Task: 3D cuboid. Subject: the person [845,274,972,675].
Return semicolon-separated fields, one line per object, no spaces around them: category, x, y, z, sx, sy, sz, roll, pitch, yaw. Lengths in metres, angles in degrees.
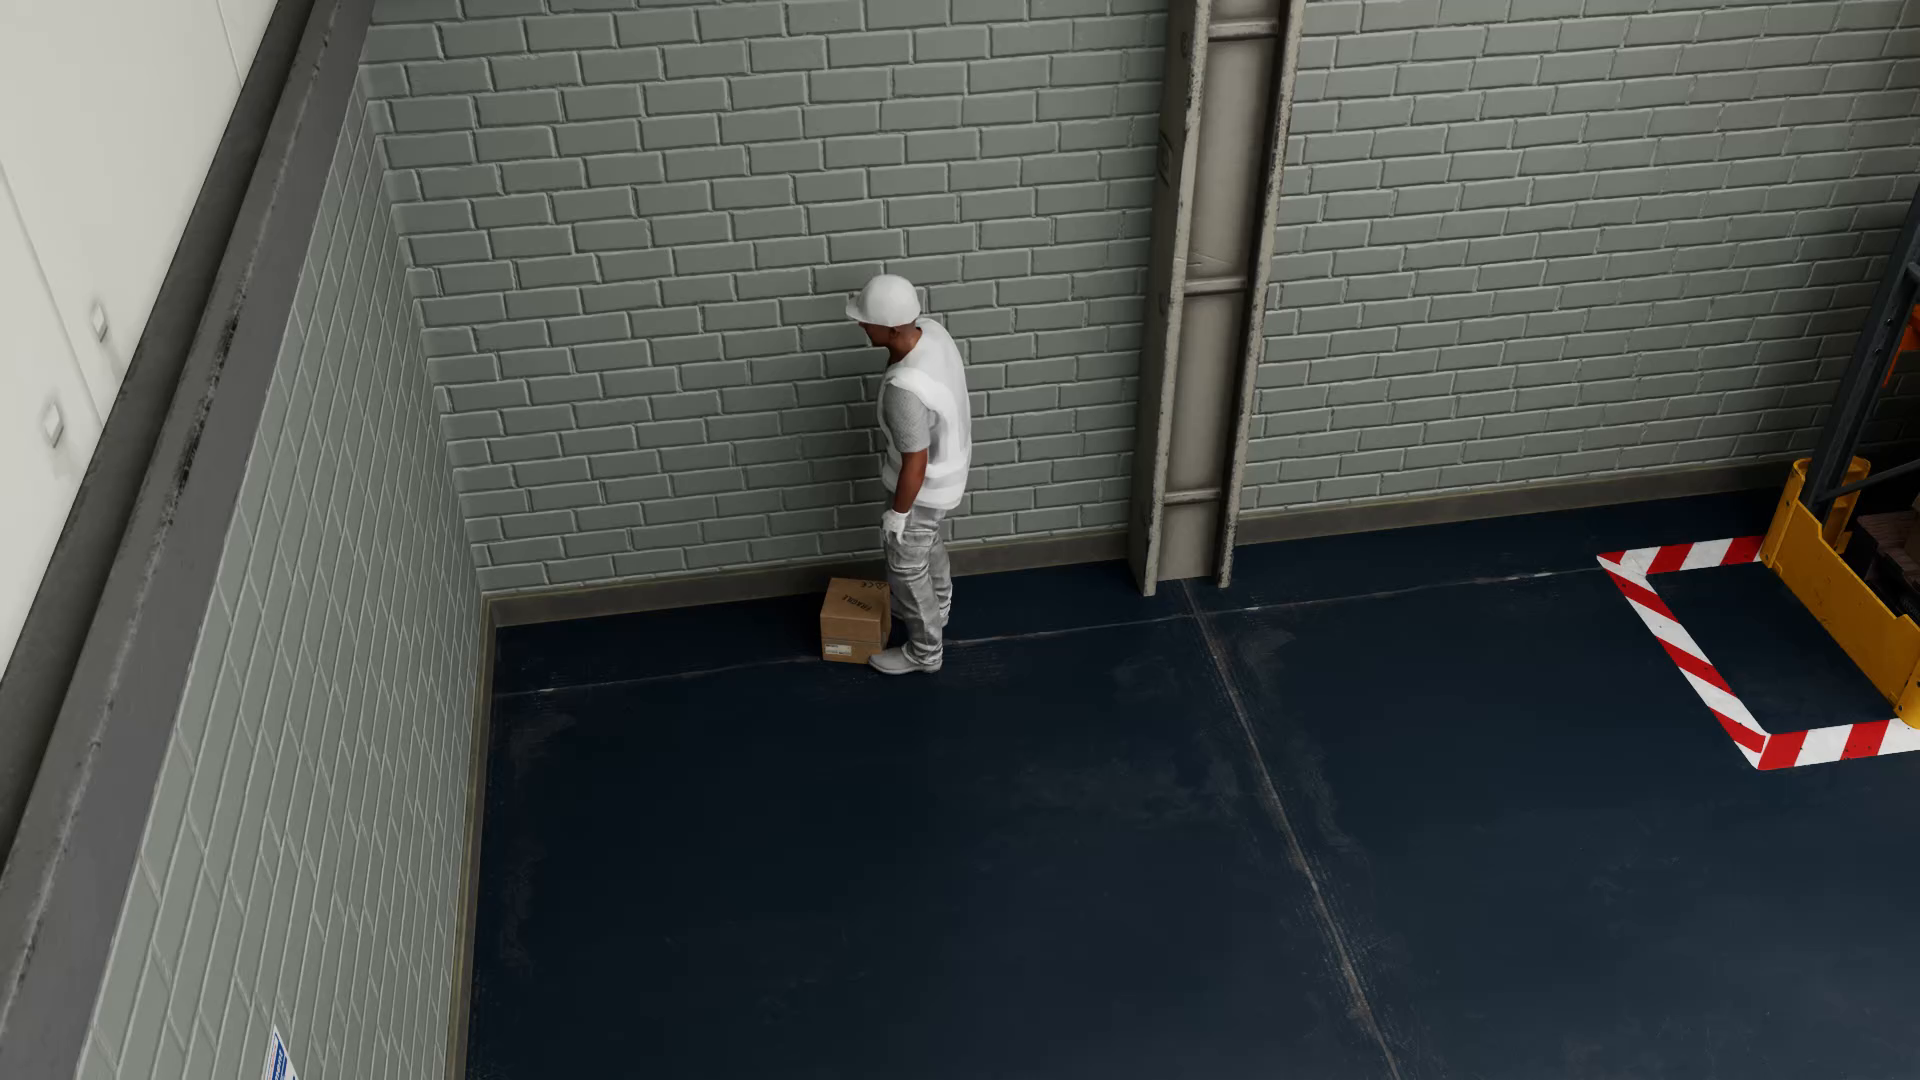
person;-0.186;-0.249;6.460;0.451;1.773;0.615;5;39;7
